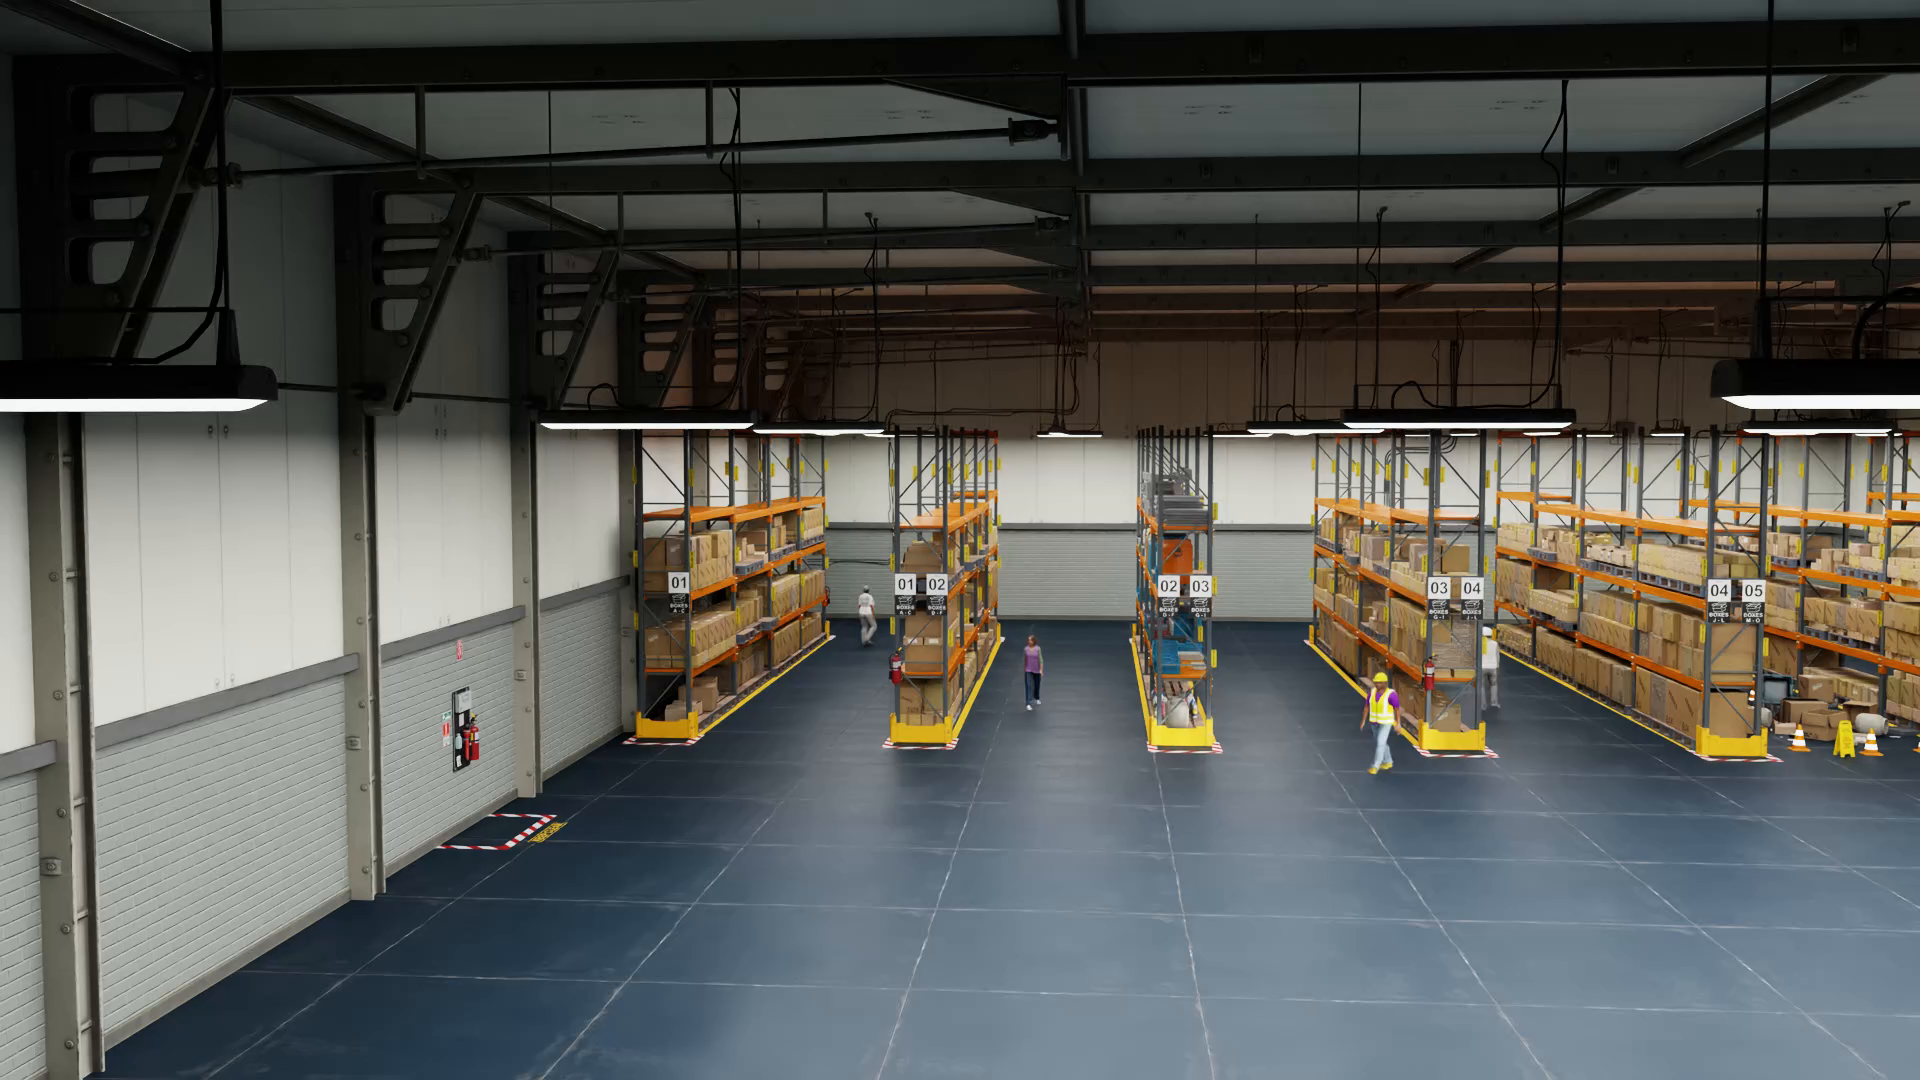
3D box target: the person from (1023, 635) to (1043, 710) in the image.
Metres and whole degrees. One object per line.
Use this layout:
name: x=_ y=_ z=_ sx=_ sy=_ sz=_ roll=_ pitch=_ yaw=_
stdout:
person: x=1.552 y=2.799 z=35.359 sx=0.441 sy=1.553 sz=0.876 roll=0 pitch=3 yaw=6

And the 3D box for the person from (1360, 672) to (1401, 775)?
person: x=7.172 y=3.127 z=28.525 sx=1.030 sy=1.703 sz=0.600 roll=-3 pitch=4 yaw=-40

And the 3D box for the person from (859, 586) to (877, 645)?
person: x=-2.616 y=2.107 z=46.451 sx=0.527 sy=1.663 sz=0.502 roll=2 pitch=4 yaw=33

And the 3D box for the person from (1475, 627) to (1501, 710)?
person: x=11.162 y=2.726 z=35.213 sx=0.557 sy=1.773 sz=0.524 roll=0 pitch=3 yaw=4
